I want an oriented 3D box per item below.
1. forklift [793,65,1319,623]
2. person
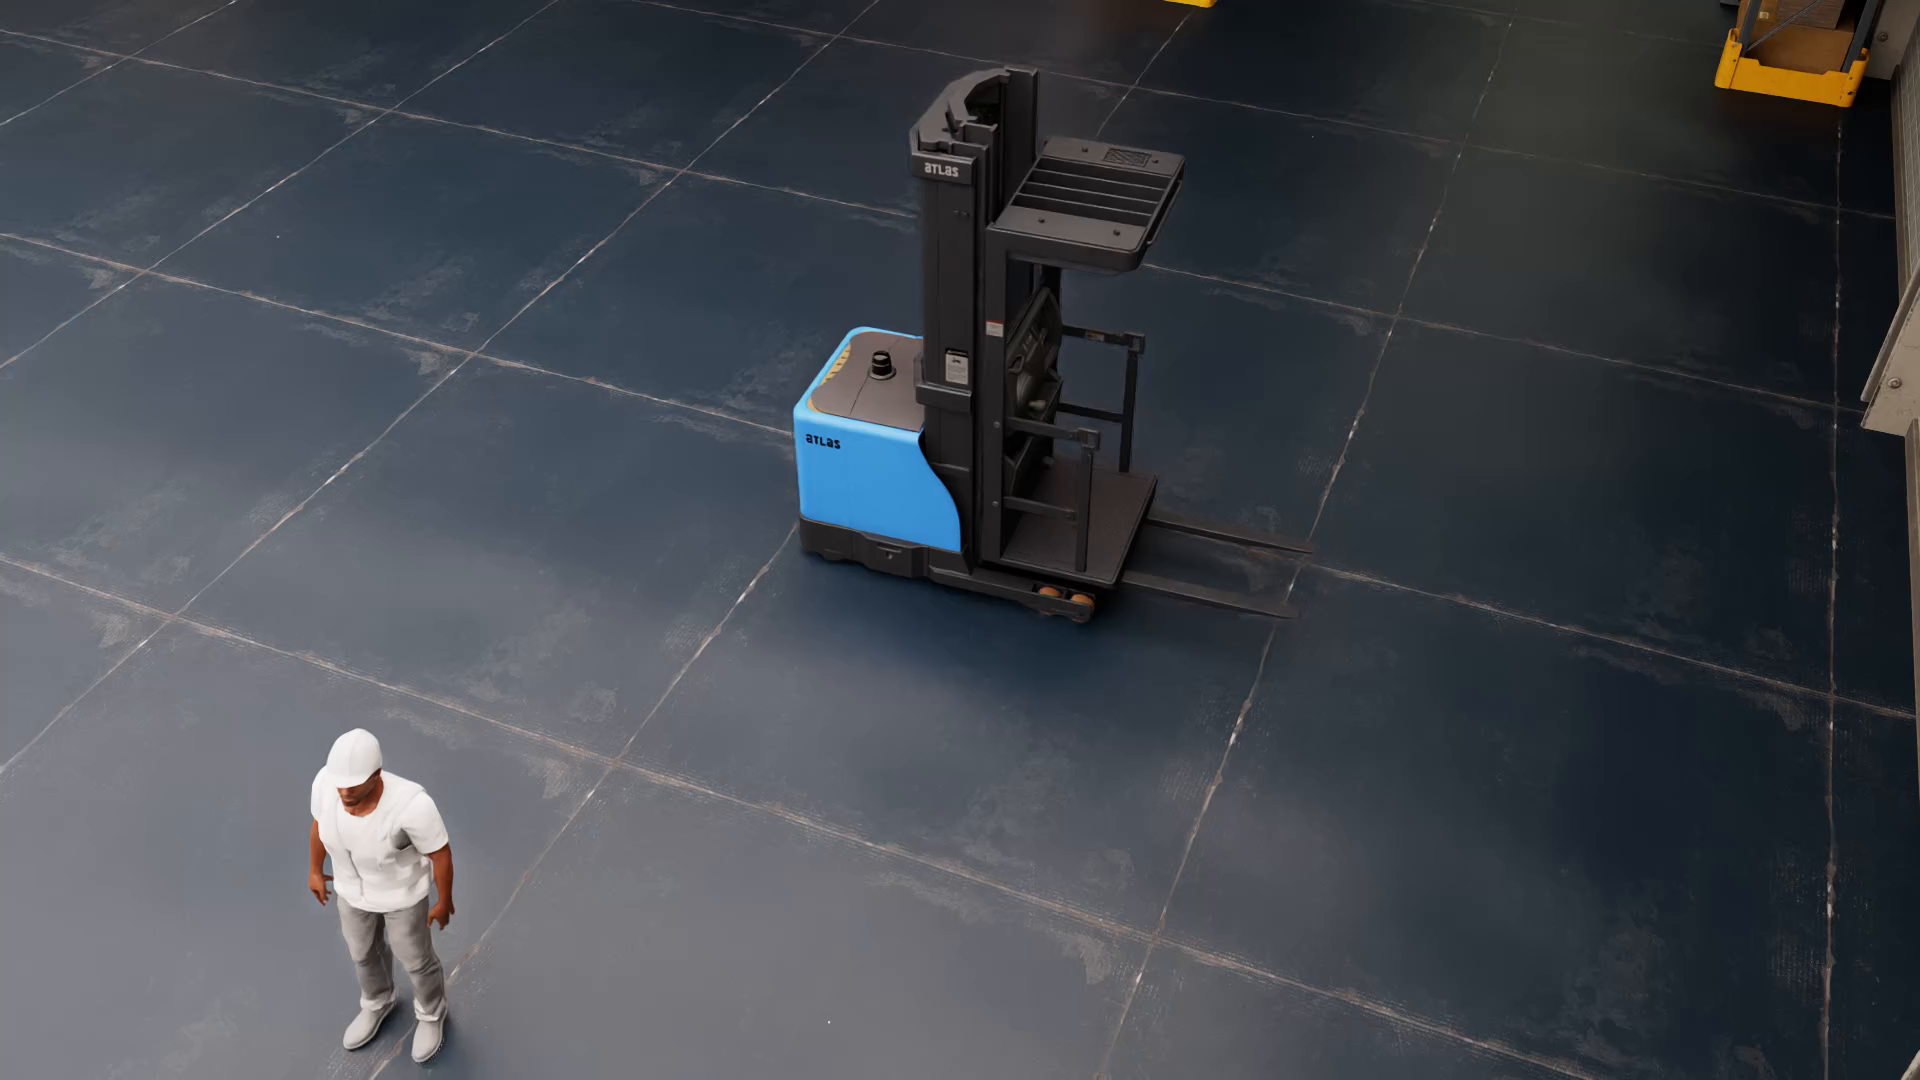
[{"bbox_3d":[0.597,-1.027,9.233,3.031,2.935,1.130,12,41,14],"label":"forklift"},{"bbox_3d":[-2.488,1.521,7.100,0.662,1.776,0.517,10,41,12],"label":"person"}]
